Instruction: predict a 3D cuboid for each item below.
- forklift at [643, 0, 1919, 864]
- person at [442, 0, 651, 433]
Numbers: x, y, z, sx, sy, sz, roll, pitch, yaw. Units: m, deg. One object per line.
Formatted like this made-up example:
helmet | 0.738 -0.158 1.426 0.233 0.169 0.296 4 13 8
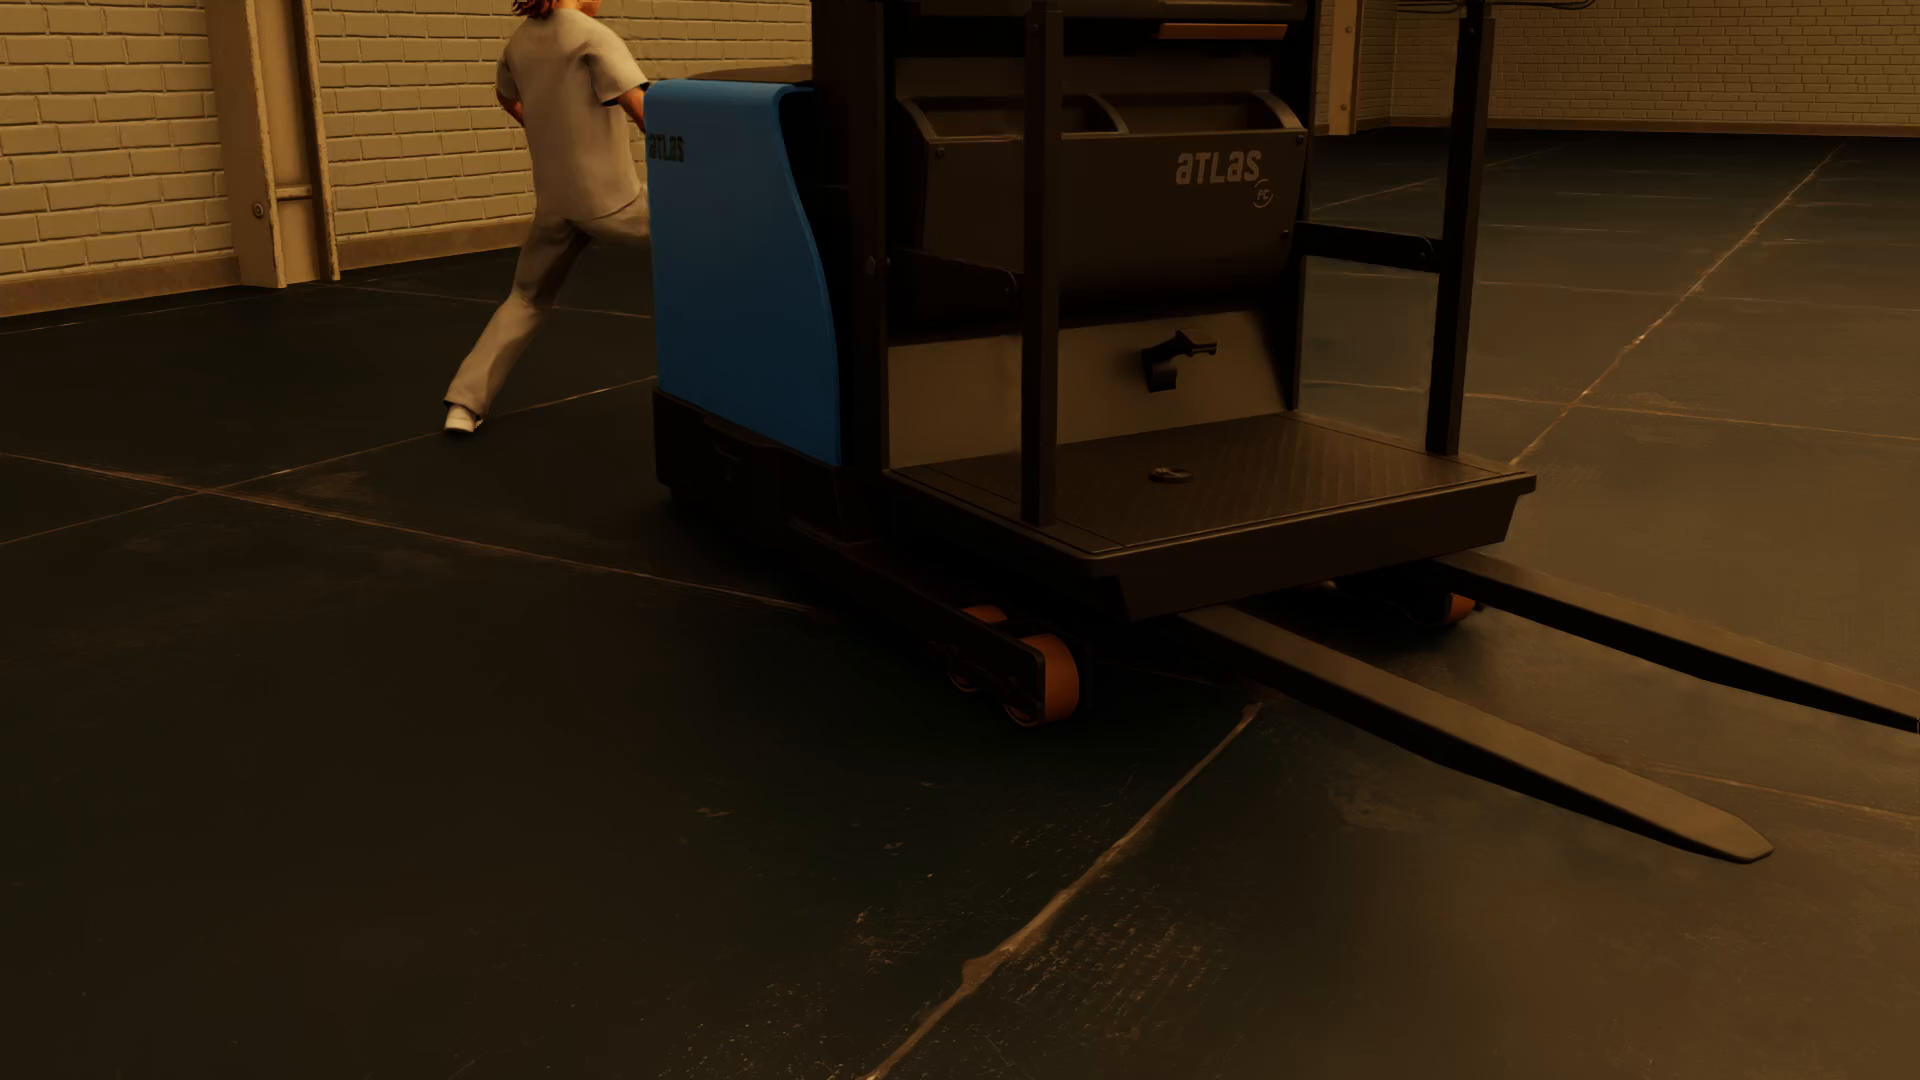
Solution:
forklift | 0.413 -1.226 3.015 1.130 2.935 3.031 -10 19 -30
person | -1.089 -1.069 5.082 0.925 1.531 0.894 11 20 34
